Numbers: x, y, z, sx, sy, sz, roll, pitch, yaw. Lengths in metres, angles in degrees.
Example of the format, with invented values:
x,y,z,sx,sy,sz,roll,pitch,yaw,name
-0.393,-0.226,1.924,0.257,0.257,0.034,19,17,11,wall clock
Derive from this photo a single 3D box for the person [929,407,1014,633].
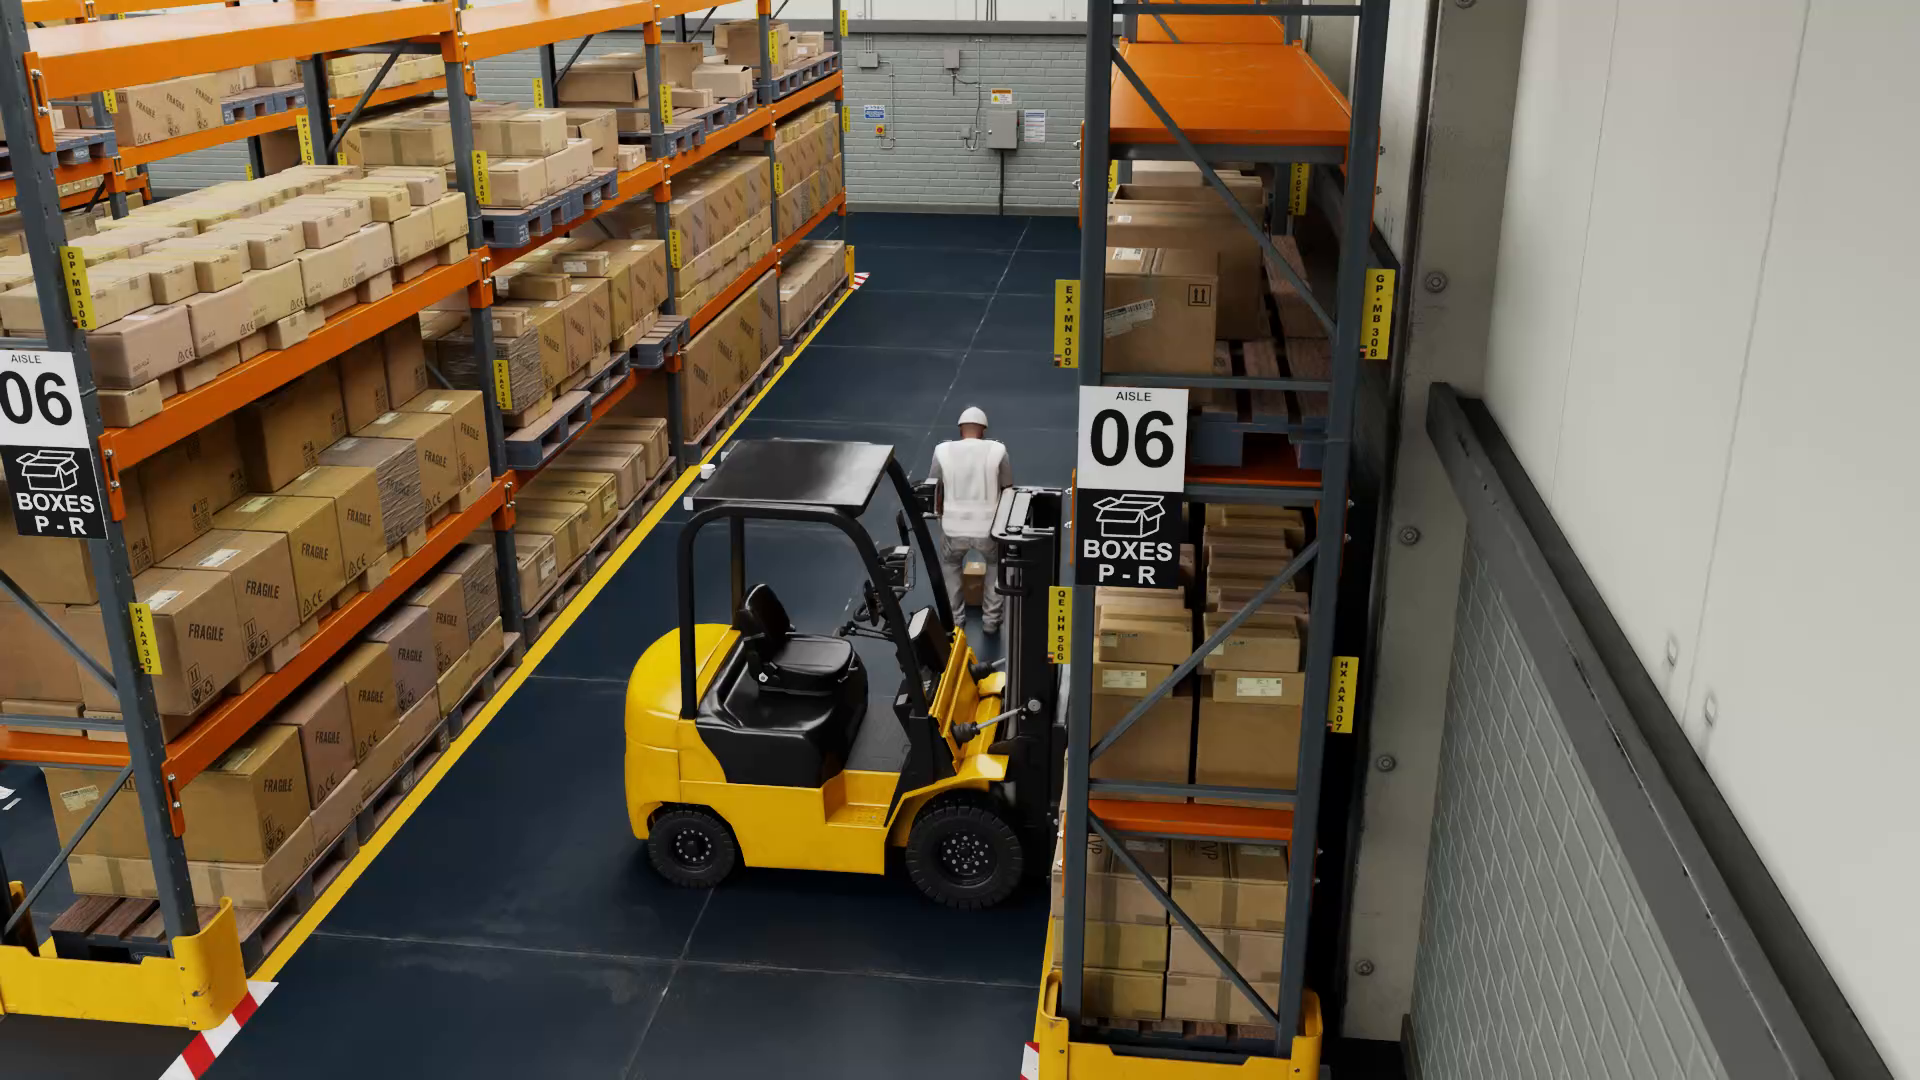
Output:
x,y,z,sx,sy,sz,roll,pitch,yaw,name
0.069,-0.124,11.706,0.606,1.550,0.674,3,21,7,person
